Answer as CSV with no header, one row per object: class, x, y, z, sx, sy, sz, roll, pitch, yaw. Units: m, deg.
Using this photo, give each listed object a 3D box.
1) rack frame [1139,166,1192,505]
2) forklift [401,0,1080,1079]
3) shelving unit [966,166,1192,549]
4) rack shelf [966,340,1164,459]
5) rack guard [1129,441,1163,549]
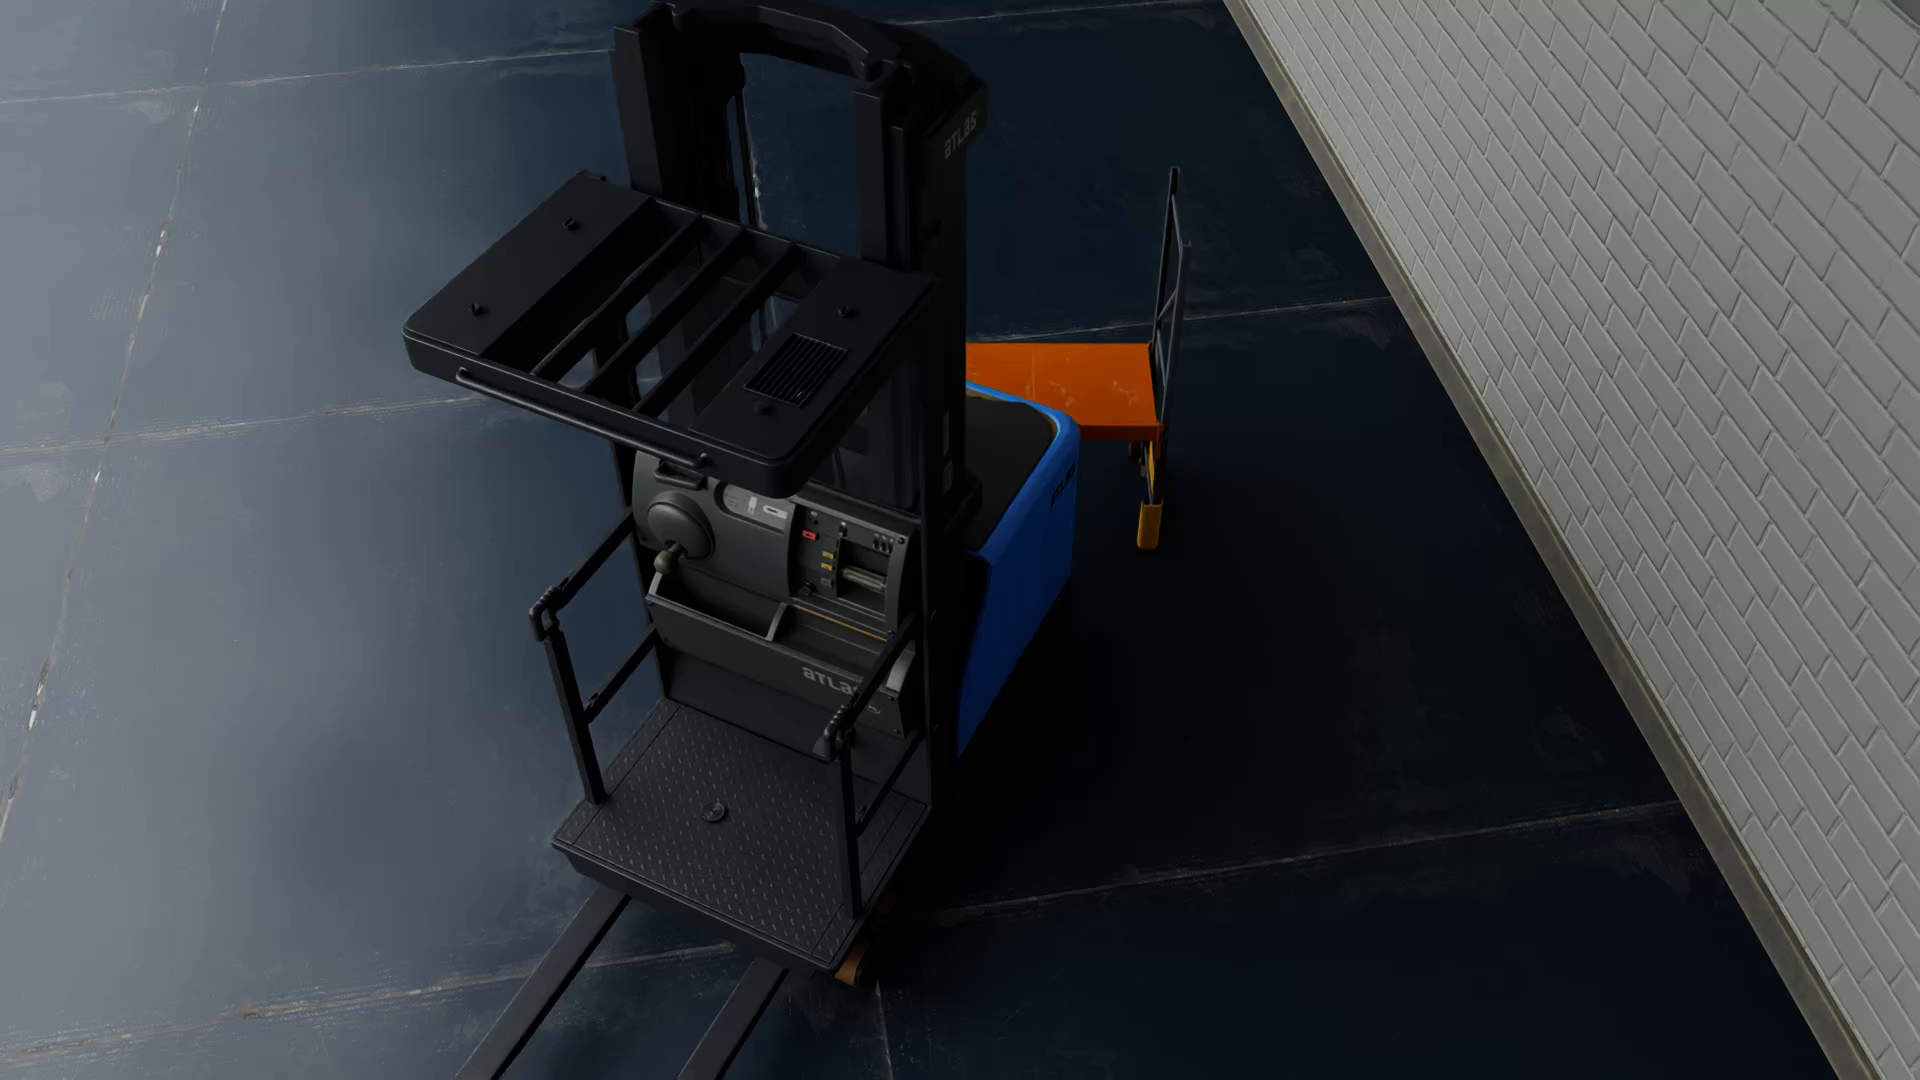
rack frame,0.801,-0.694,6.570,0.032,1.500,0.500,0,46,0
forklift,-0.666,0.088,4.823,1.130,2.935,3.031,20,49,18
shelving unit,0.284,-0.695,6.571,1.083,1.500,0.587,0,46,0
rack shelf,0.293,-0.570,6.701,1.000,0.185,0.538,0,46,0
rack guard,0.782,-0.260,7.020,0.087,0.250,0.587,0,46,0
